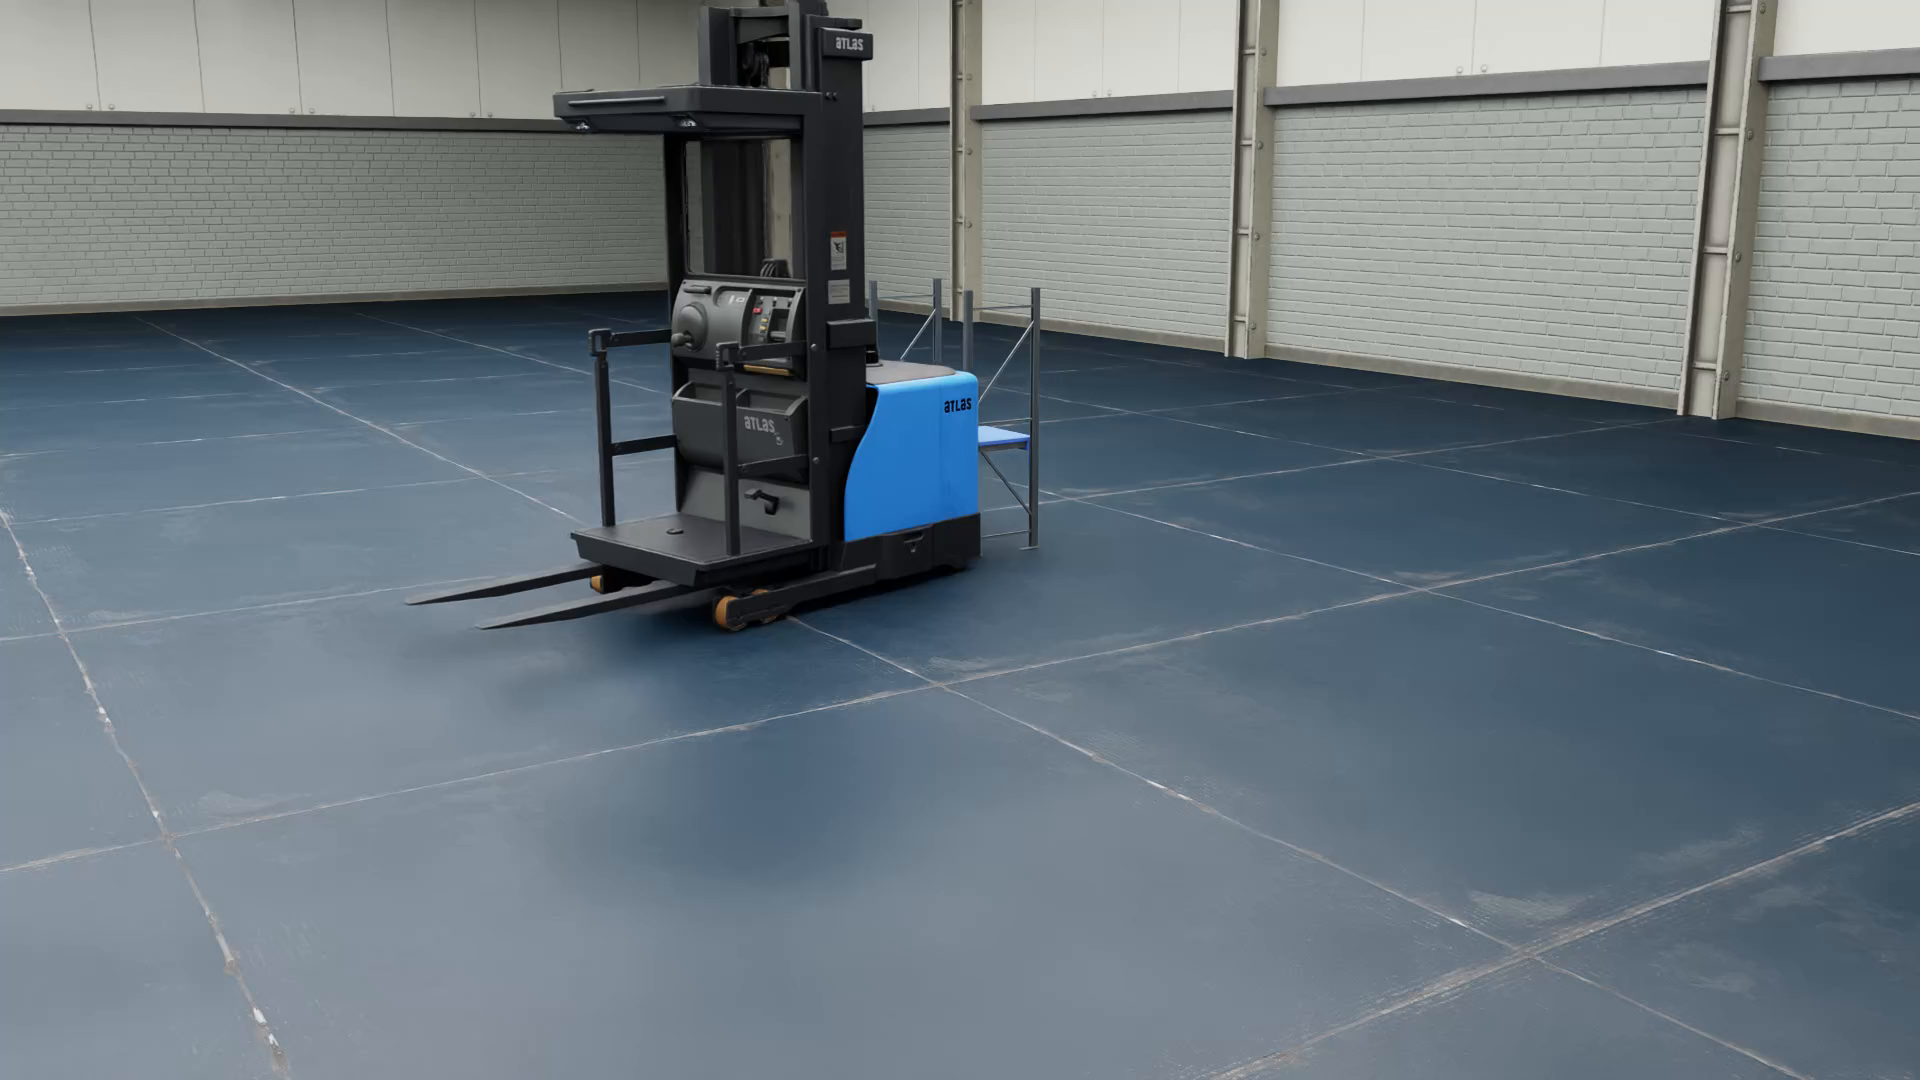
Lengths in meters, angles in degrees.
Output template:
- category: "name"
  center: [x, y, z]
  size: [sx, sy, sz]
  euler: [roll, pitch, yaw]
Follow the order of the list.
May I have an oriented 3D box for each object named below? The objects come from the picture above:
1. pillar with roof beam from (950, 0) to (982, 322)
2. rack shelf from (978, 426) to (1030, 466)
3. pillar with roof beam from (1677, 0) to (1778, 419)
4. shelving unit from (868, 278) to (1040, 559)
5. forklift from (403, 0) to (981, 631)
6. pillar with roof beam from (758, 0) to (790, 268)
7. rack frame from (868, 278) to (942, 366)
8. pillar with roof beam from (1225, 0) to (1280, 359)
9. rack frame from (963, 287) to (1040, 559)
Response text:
- category: "pillar with roof beam"
  center: [-3.500, -7.144, 21.465]
  size: [9.100, 9.000, 0.400]
  euler: [-8, 15, -33]
- category: "rack shelf"
  center: [-0.047, -0.572, 9.809]
  size: [0.538, 0.185, 1.000]
  euler: [-8, 15, -33]
- category: "pillar with roof beam"
  center: [3.149, -5.010, 11.705]
  size: [9.100, 9.000, 0.400]
  euler: [-8, 15, -33]
- category: "shelving unit"
  center: [-0.047, -0.748, 9.771]
  size: [0.538, 1.500, 1.048]
  euler: [-8, 15, -33]
- category: "forklift"
  center: [-1.255, -1.123, 8.136]
  size: [1.130, 2.935, 3.031]
  euler: [11, 17, 41]
- category: "pillar with roof beam"
  center: [-6.824, -8.211, 26.344]
  size: [9.100, 9.000, 0.400]
  euler: [-8, 15, -33]
- category: "rack frame"
  center: [-0.329, -0.838, 10.184]
  size: [0.500, 1.500, 0.032]
  euler: [-8, 15, -33]
- category: "pillar with roof beam"
  center: [-0.175, -6.077, 16.585]
  size: [9.100, 9.000, 0.400]
  euler: [-8, 15, -33]
- category: "rack frame"
  center: [0.234, -0.657, 9.357]
  size: [0.500, 1.500, 0.032]
  euler: [-8, 15, -33]
